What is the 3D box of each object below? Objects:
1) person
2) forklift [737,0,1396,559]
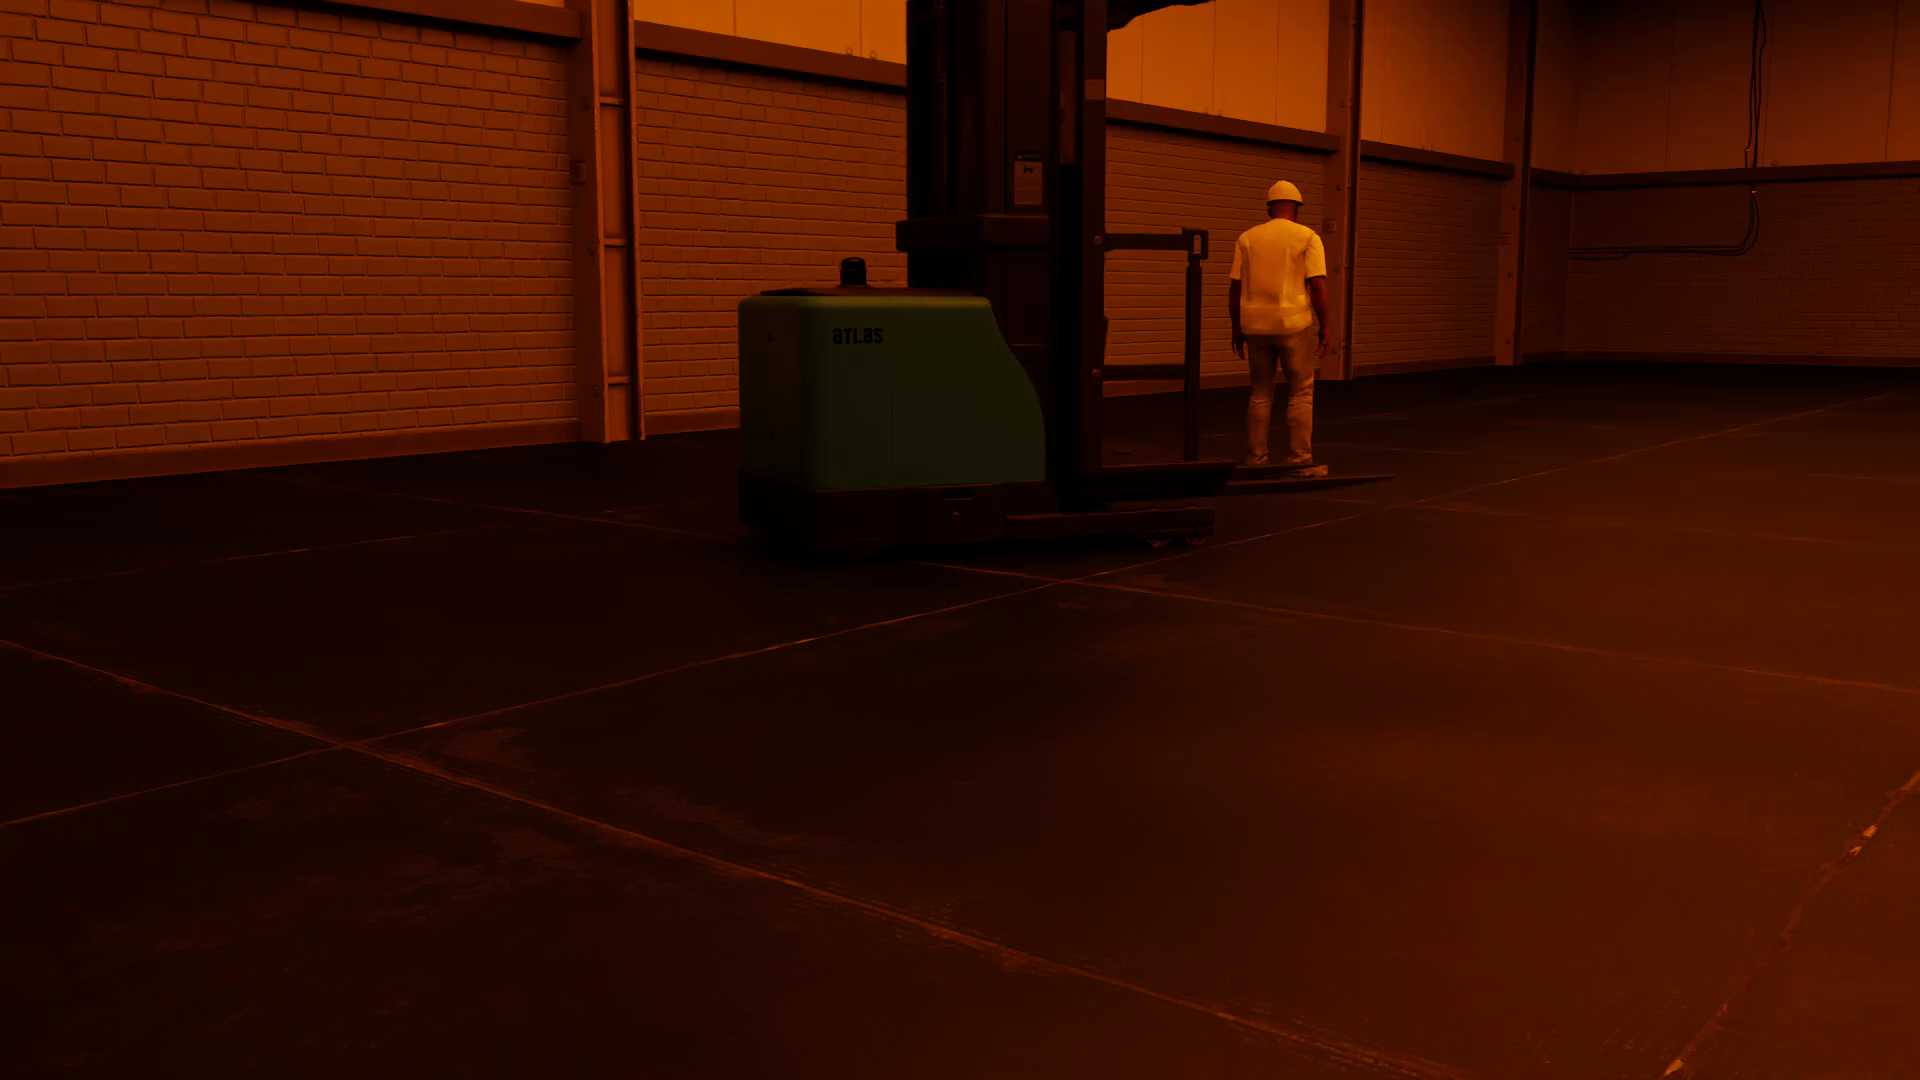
[{"bbox_3d":[1.921,-1.262,9.970,0.627,1.759,0.462,6,10,34],"label":"person"},{"bbox_3d":[0.567,-1.490,7.462,3.031,2.935,1.130,-4,9,-24],"label":"forklift"}]
